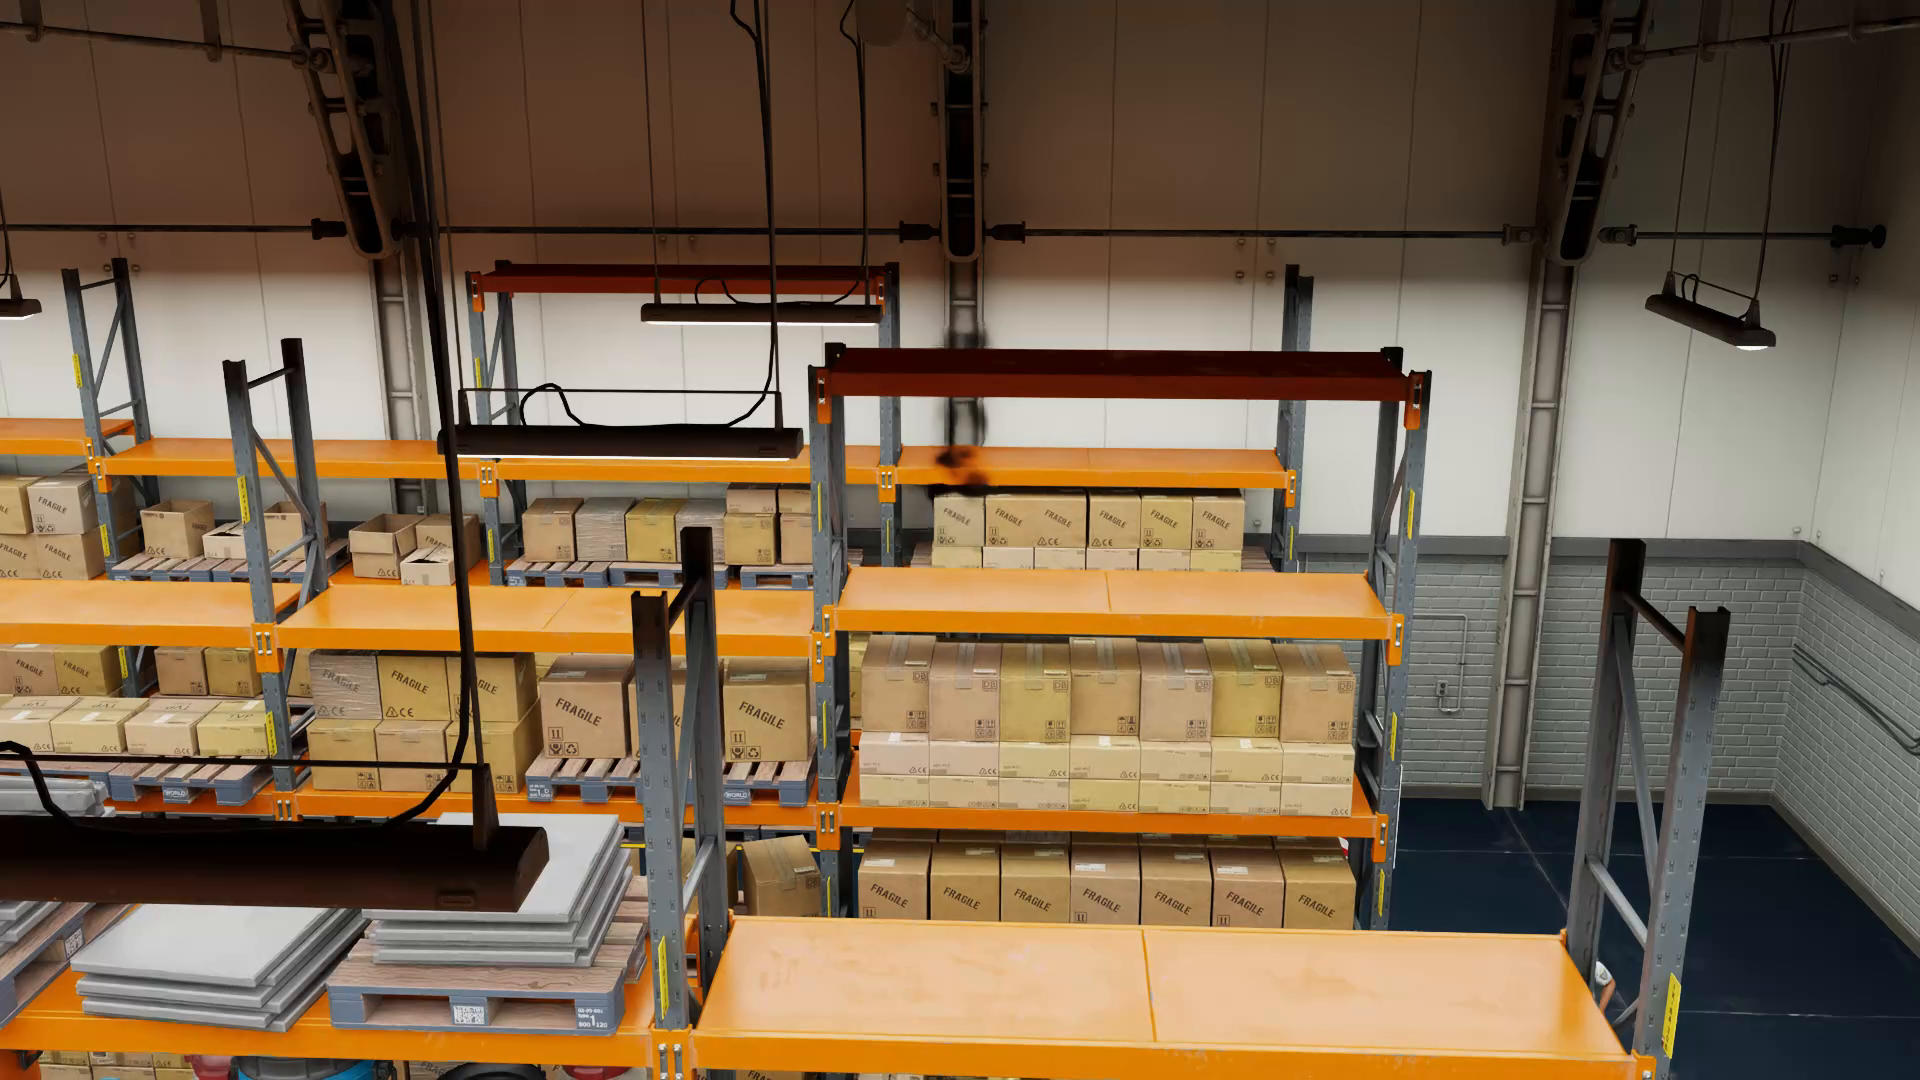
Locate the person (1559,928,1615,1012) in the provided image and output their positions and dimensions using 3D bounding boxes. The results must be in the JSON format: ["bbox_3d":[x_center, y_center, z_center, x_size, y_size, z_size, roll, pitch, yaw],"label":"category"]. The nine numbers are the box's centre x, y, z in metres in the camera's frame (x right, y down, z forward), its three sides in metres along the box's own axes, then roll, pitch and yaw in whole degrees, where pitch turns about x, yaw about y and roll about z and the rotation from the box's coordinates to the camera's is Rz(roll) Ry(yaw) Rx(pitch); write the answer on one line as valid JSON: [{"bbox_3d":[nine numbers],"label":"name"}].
[{"bbox_3d":[4.647,3.748,12.789,0.605,1.718,0.733,10,19,31],"label":"person"}]
